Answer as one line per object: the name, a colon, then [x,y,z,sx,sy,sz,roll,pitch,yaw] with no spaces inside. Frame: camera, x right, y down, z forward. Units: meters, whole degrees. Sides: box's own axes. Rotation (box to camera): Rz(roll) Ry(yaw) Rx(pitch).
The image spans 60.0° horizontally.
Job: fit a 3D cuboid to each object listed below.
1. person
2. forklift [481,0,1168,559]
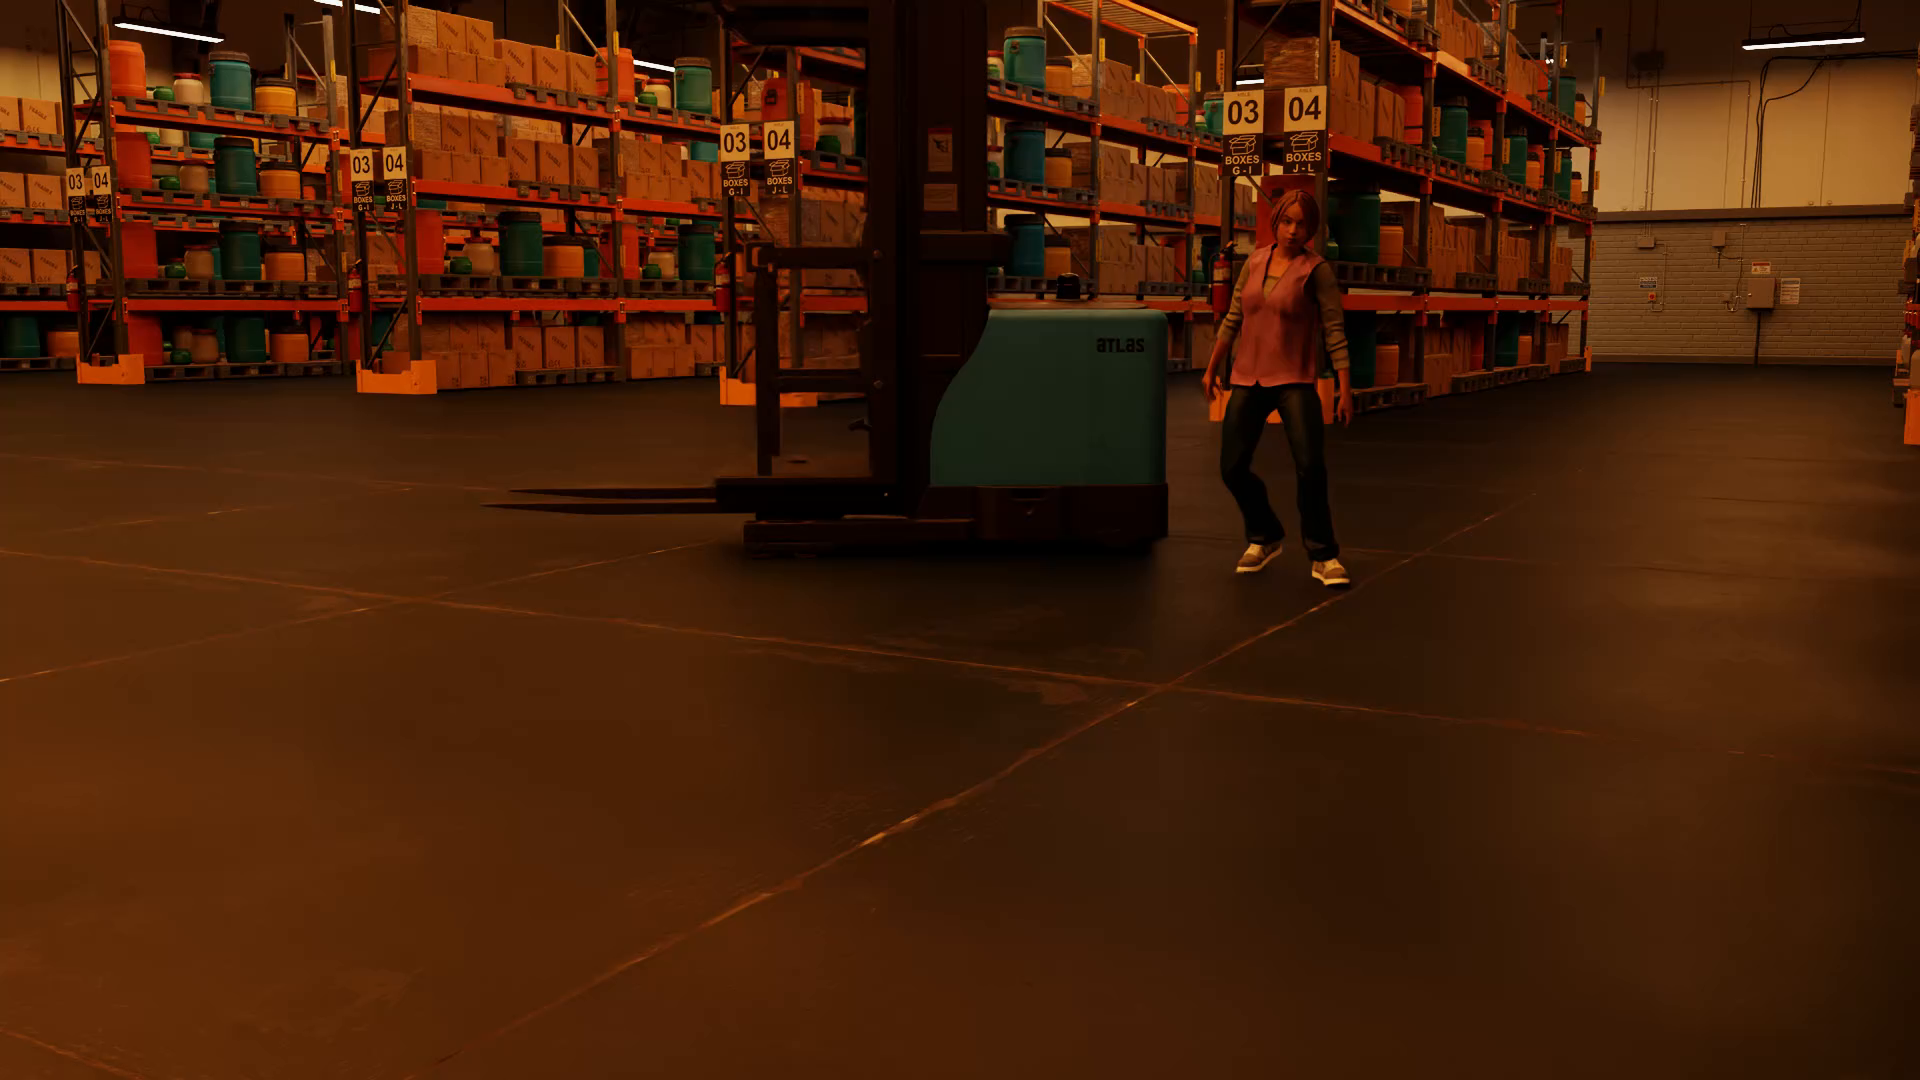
person: [1.288,-0.614,6.668,0.734,1.532,0.410,7,10,40]
forklift: [-0.616,-1.444,7.556,3.031,2.935,1.130,-1,8,-4]
